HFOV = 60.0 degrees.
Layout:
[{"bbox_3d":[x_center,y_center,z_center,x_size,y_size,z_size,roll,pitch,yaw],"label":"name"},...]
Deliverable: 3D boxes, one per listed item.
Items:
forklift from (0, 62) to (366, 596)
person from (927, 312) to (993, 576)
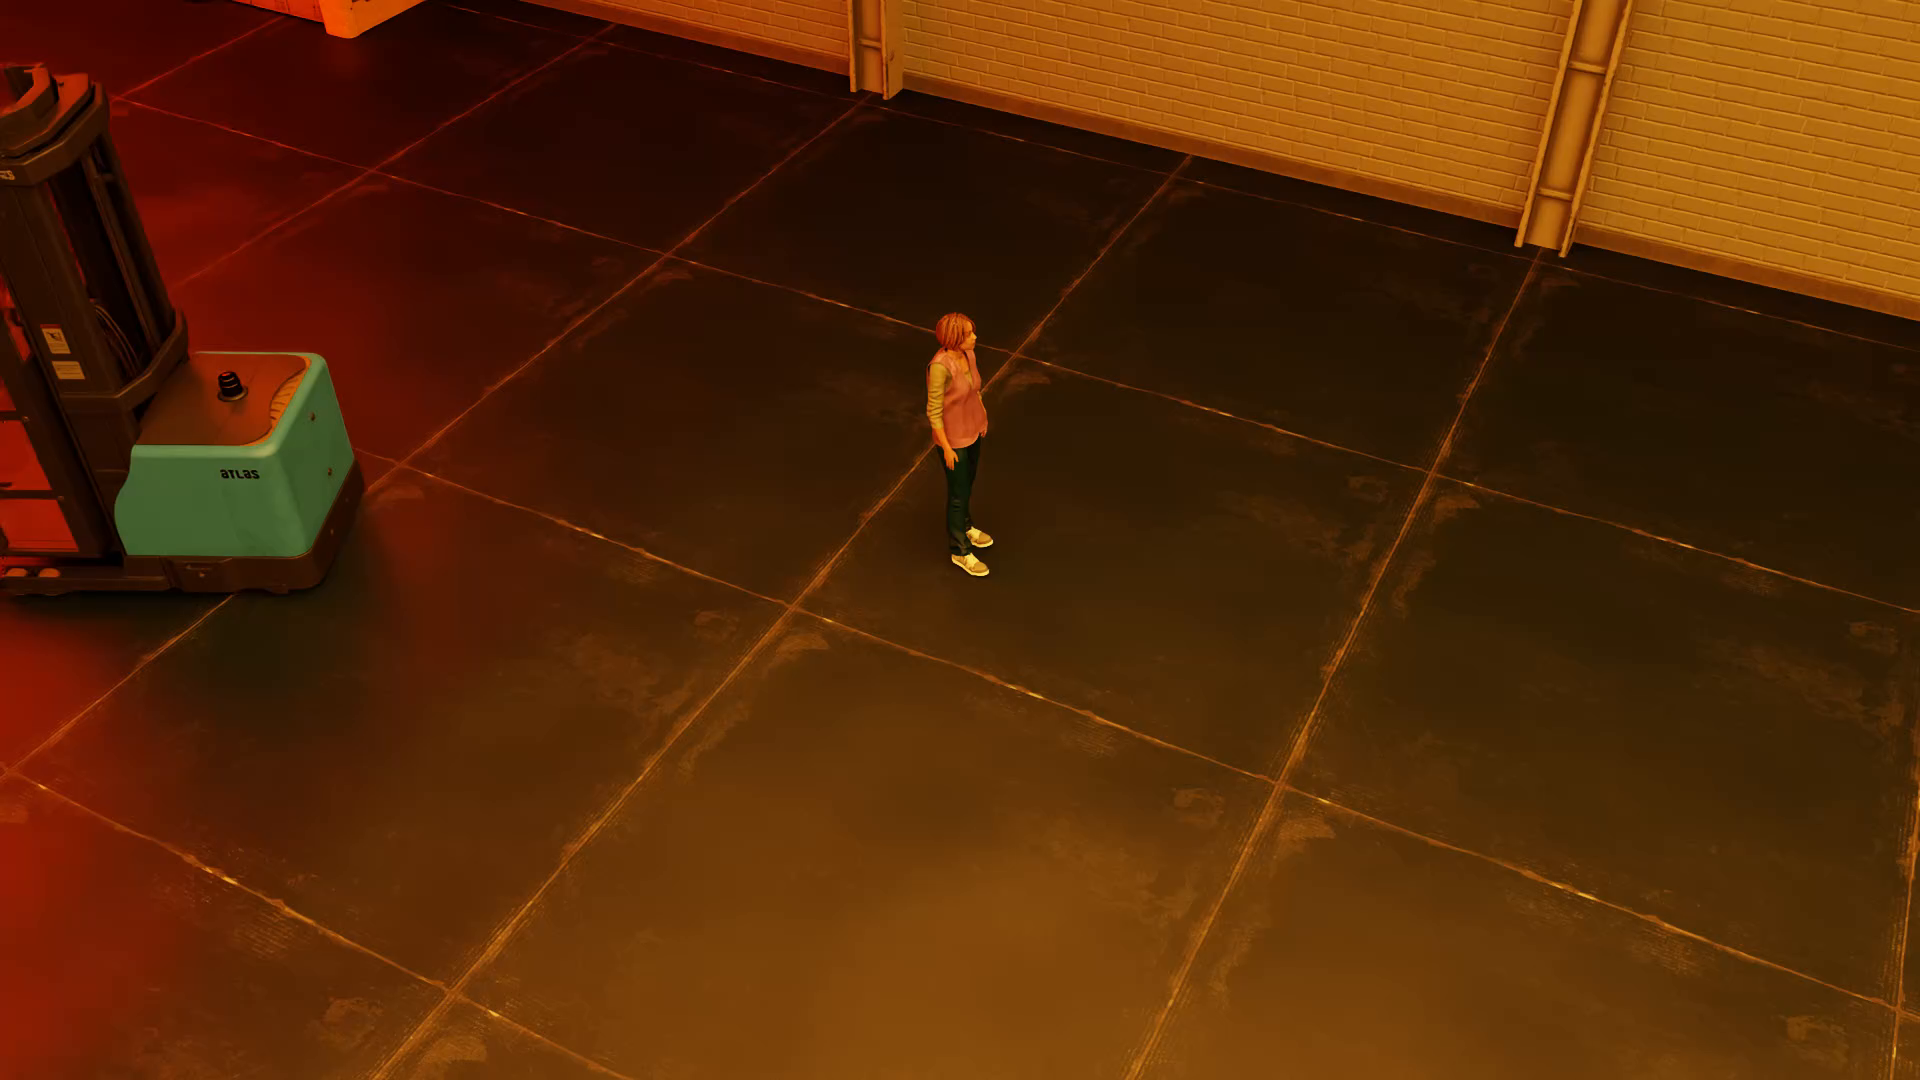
[{"bbox_3d":[-5.288,-1.130,9.328,3.031,2.935,1.130,1,40,1],"label":"forklift"},{"bbox_3d":[0.059,-0.587,9.707,0.476,1.597,0.520,18,43,21],"label":"person"}]
